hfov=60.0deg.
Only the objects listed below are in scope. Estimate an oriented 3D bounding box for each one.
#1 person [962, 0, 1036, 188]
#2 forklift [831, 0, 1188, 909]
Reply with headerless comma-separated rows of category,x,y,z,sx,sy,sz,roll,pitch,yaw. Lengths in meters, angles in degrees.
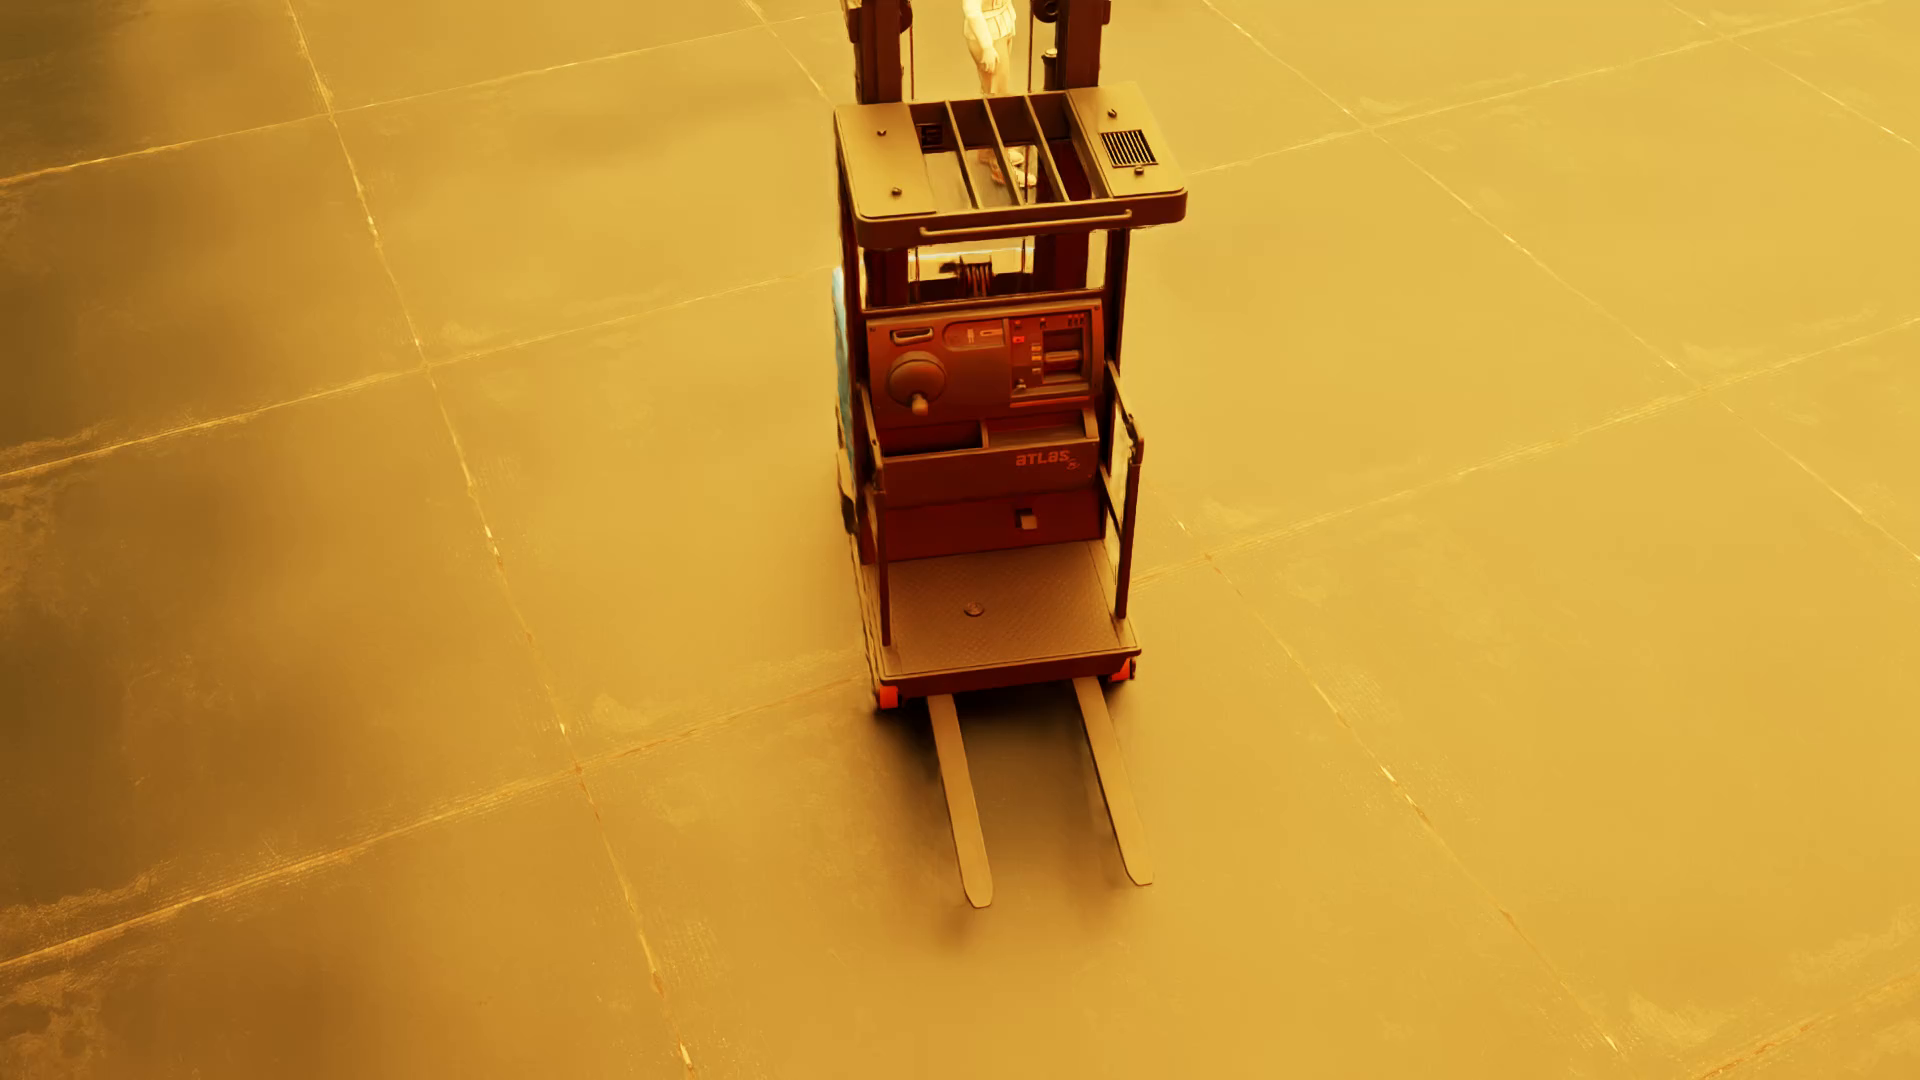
person,0.257,-2.964,9.758,0.522,1.697,0.591,9,44,9
forklift,0.139,-0.622,6.347,1.130,2.935,3.031,-6,43,-7
